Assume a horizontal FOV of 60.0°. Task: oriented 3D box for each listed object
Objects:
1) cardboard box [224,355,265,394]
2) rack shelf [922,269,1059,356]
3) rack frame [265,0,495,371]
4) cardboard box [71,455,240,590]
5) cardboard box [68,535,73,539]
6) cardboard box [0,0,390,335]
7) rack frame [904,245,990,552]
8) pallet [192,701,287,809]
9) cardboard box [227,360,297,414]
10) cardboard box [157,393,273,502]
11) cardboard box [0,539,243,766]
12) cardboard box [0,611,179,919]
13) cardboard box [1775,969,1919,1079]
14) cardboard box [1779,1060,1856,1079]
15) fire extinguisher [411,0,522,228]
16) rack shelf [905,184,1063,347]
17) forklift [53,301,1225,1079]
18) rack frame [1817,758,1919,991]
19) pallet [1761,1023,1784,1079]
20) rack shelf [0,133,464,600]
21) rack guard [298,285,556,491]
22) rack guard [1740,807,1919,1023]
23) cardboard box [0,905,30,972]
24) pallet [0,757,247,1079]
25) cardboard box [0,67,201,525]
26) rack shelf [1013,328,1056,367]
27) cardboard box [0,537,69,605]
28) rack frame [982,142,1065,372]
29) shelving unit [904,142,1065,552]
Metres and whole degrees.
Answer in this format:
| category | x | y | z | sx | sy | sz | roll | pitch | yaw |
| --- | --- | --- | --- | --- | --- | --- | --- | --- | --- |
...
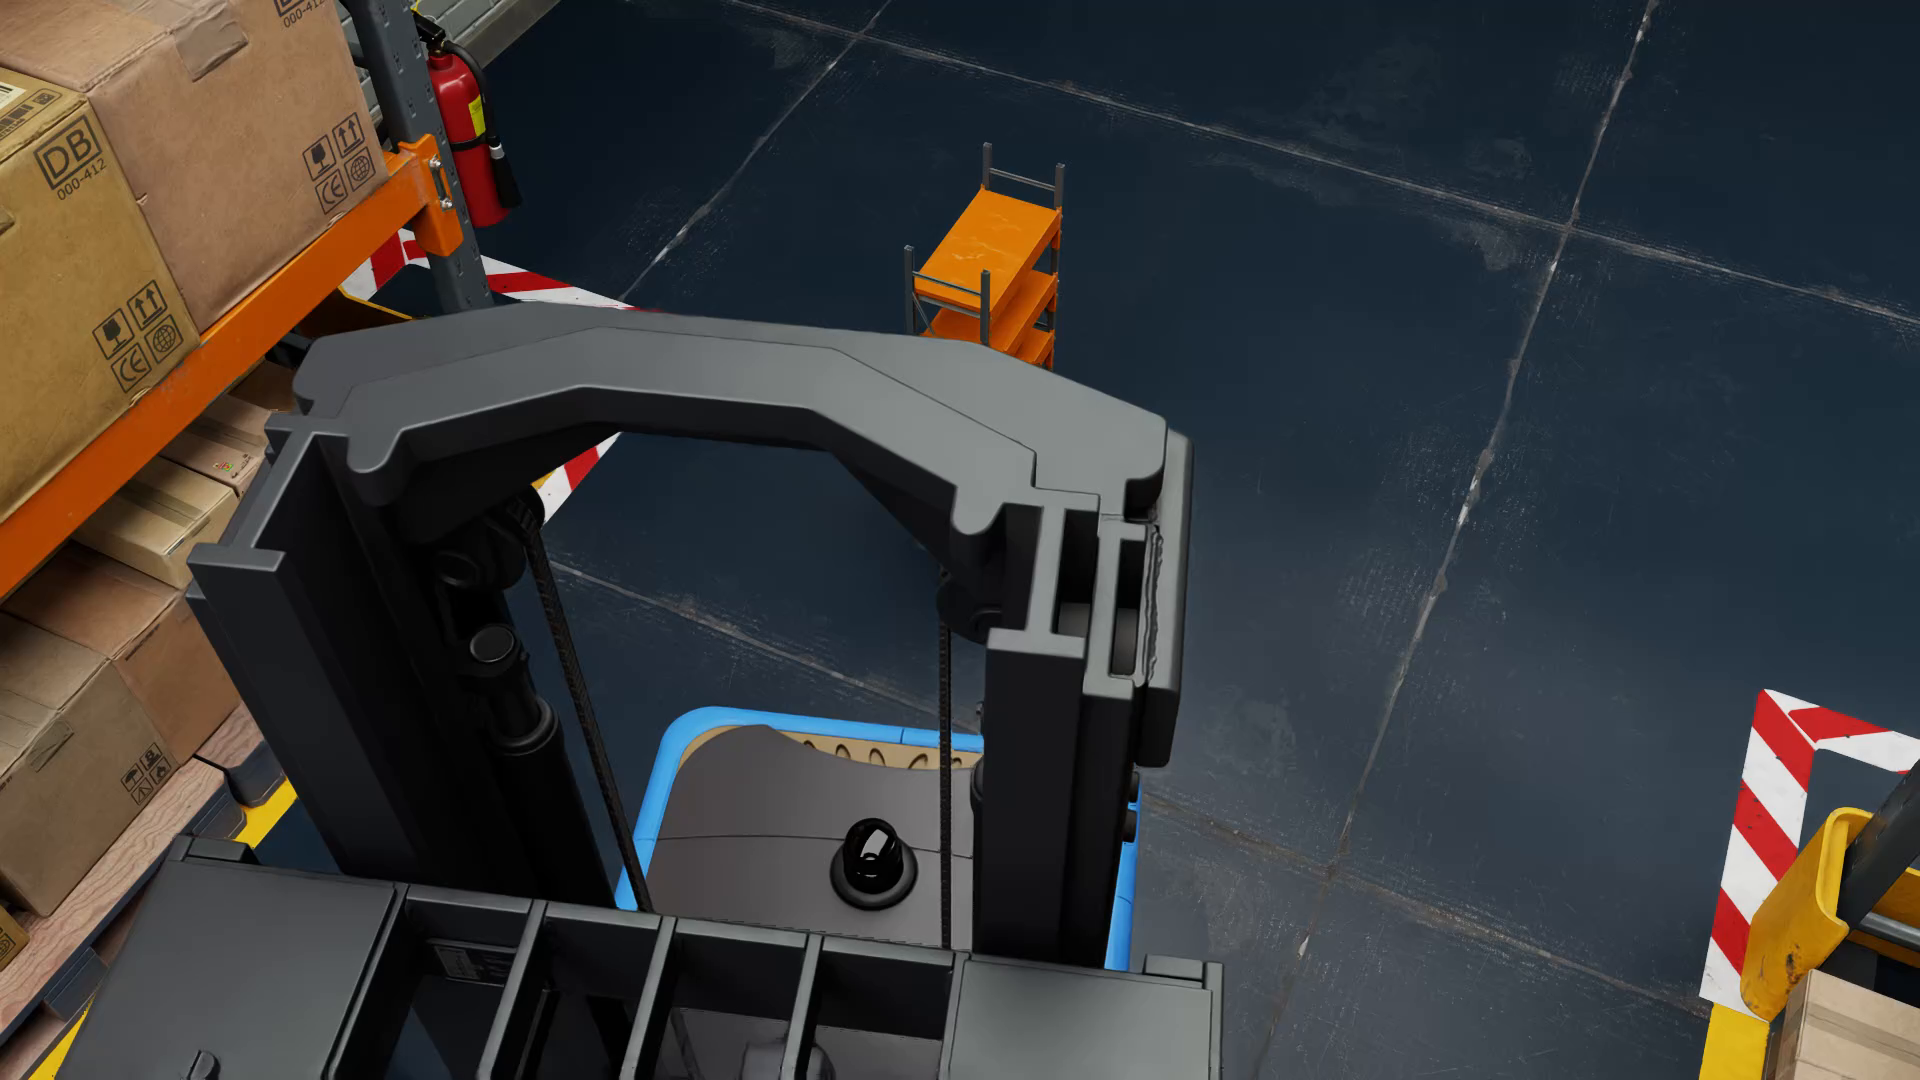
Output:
| category | x | y | z | sx | sy | sz | roll | pitch | yaw |
| --- | --- | --- | --- | --- | --- | --- | --- | --- | --- |
| cardboard box | -2.205 | -0.541 | 4.681 | 0.380 | 0.149 | 0.250 | 20 | 53 | 16 |
| rack shelf | 0.071 | -0.604 | 4.771 | 0.258 | 0.148 | 0.480 | 20 | 52 | 16 |
| rack frame | -1.869 | -1.368 | 4.445 | 1.000 | 3.000 | 0.127 | 20 | 52 | 16 |
| cardboard box | -2.076 | -0.066 | 4.276 | 0.380 | 0.149 | 0.250 | 21 | 53 | 17 |
| cardboard box | -2.421 | -0.192 | 4.384 | 0.380 | 0.149 | 0.250 | 20 | 52 | 16 |
| cardboard box | -2.078 | -1.111 | 4.029 | 0.980 | 0.700 | 0.700 | 22 | 53 | 18 |
| rack frame | -0.034 | -0.335 | 4.747 | 0.240 | 1.200 | 0.015 | 20 | 52 | 16 |
| pallet | -2.140 | 0.111 | 5.017 | 1.003 | 0.211 | 1.213 | 20 | 52 | 16 |
| cardboard box | -2.078 | -0.180 | 4.799 | 0.700 | 0.500 | 0.500 | 20 | 52 | 16 |
| cardboard box | -1.968 | -0.242 | 4.426 | 0.380 | 0.149 | 0.250 | 19 | 52 | 16 |
| cardboard box | -2.291 | 0.165 | 4.506 | 0.700 | 0.500 | 0.500 | 20 | 52 | 16 |
| cardboard box | -2.506 | 0.511 | 4.211 | 0.700 | 0.500 | 0.500 | 18 | 52 | 15 |
| cardboard box | 2.122 | 1.199 | 3.844 | 0.380 | 0.149 | 0.250 | 20 | 52 | 16 |
| cardboard box | 2.015 | 1.365 | 3.690 | 0.380 | 0.166 | 0.250 | 20 | 52 | 16 |
| fire extinguisher | -1.387 | -1.176 | 4.577 | 0.296 | 0.674 | 0.183 | 20 | 52 | 16 |
| rack shelf | 0.071 | -0.757 | 4.591 | 0.258 | 0.148 | 0.480 | 20 | 52 | 16 |
| forklift | -0.317 | 1.256 | 2.257 | 1.130 | 2.935 | 3.031 | 6 | 50 | 5 |
| rack frame | 2.611 | 0.241 | 3.076 | 1.000 | 3.000 | 0.127 | 20 | 52 | 16 |
| pallet | 2.239 | 1.746 | 3.626 | 1.003 | 0.211 | 1.213 | 20 | 52 | 16 |
| rack shelf | -2.724 | 0.242 | 3.547 | 1.077 | 0.370 | 4.000 | 20 | 52 | 16 |
| rack guard | -1.859 | -0.575 | 5.411 | 1.175 | 0.500 | 0.348 | 20 | 52 | 16 |
| rack guard | 2.579 | 1.103 | 3.983 | 1.175 | 0.500 | 0.348 | 20 | 52 | 16 |
| cardboard box | -2.727 | 0.881 | 3.897 | 0.700 | 0.500 | 0.500 | 21 | 53 | 17 |
| pallet | -2.662 | 0.948 | 4.305 | 1.003 | 0.211 | 1.213 | 20 | 52 | 16 |
| cardboard box | -2.379 | -0.607 | 3.600 | 0.980 | 0.700 | 0.700 | 19 | 52 | 16 |
| rack shelf | 0.071 | -0.459 | 4.941 | 0.258 | 0.148 | 0.480 | 20 | 52 | 16 |
| cardboard box | -2.528 | -0.020 | 4.237 | 0.380 | 0.149 | 0.250 | 20 | 53 | 16 |
| rack frame | 0.175 | -0.671 | 5.033 | 0.240 | 1.200 | 0.015 | 20 | 52 | 16 |
| shelving unit | 0.071 | -0.503 | 4.890 | 0.258 | 1.200 | 0.503 | 20 | 52 | 16 |
